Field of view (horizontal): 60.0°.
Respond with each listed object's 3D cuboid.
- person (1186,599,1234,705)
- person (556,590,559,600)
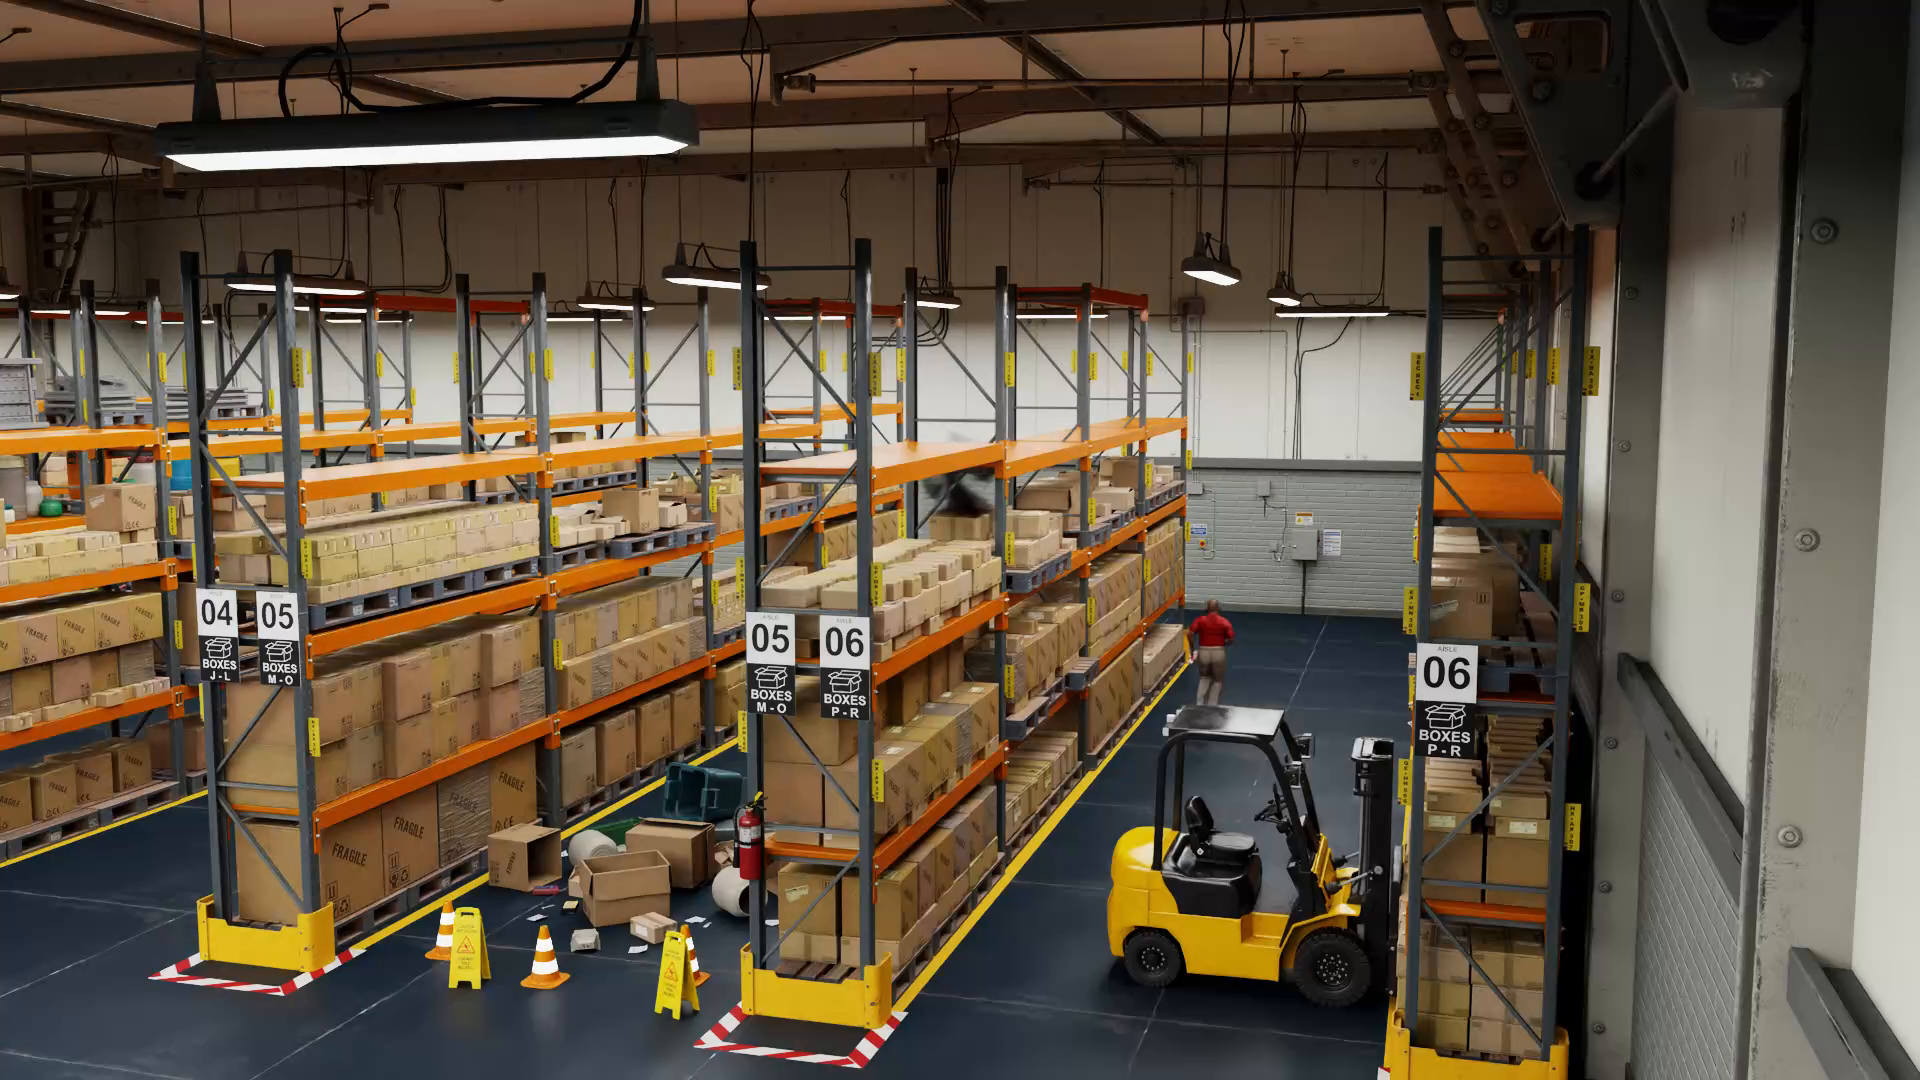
[{"bbox_3d":[3.603,1.666,23.786,0.652,1.687,0.602,2,7,18],"label":"person"},{"bbox_3d":[-6.056,1.534,24.760,0.686,1.759,0.766,1,6,7],"label":"person"}]
